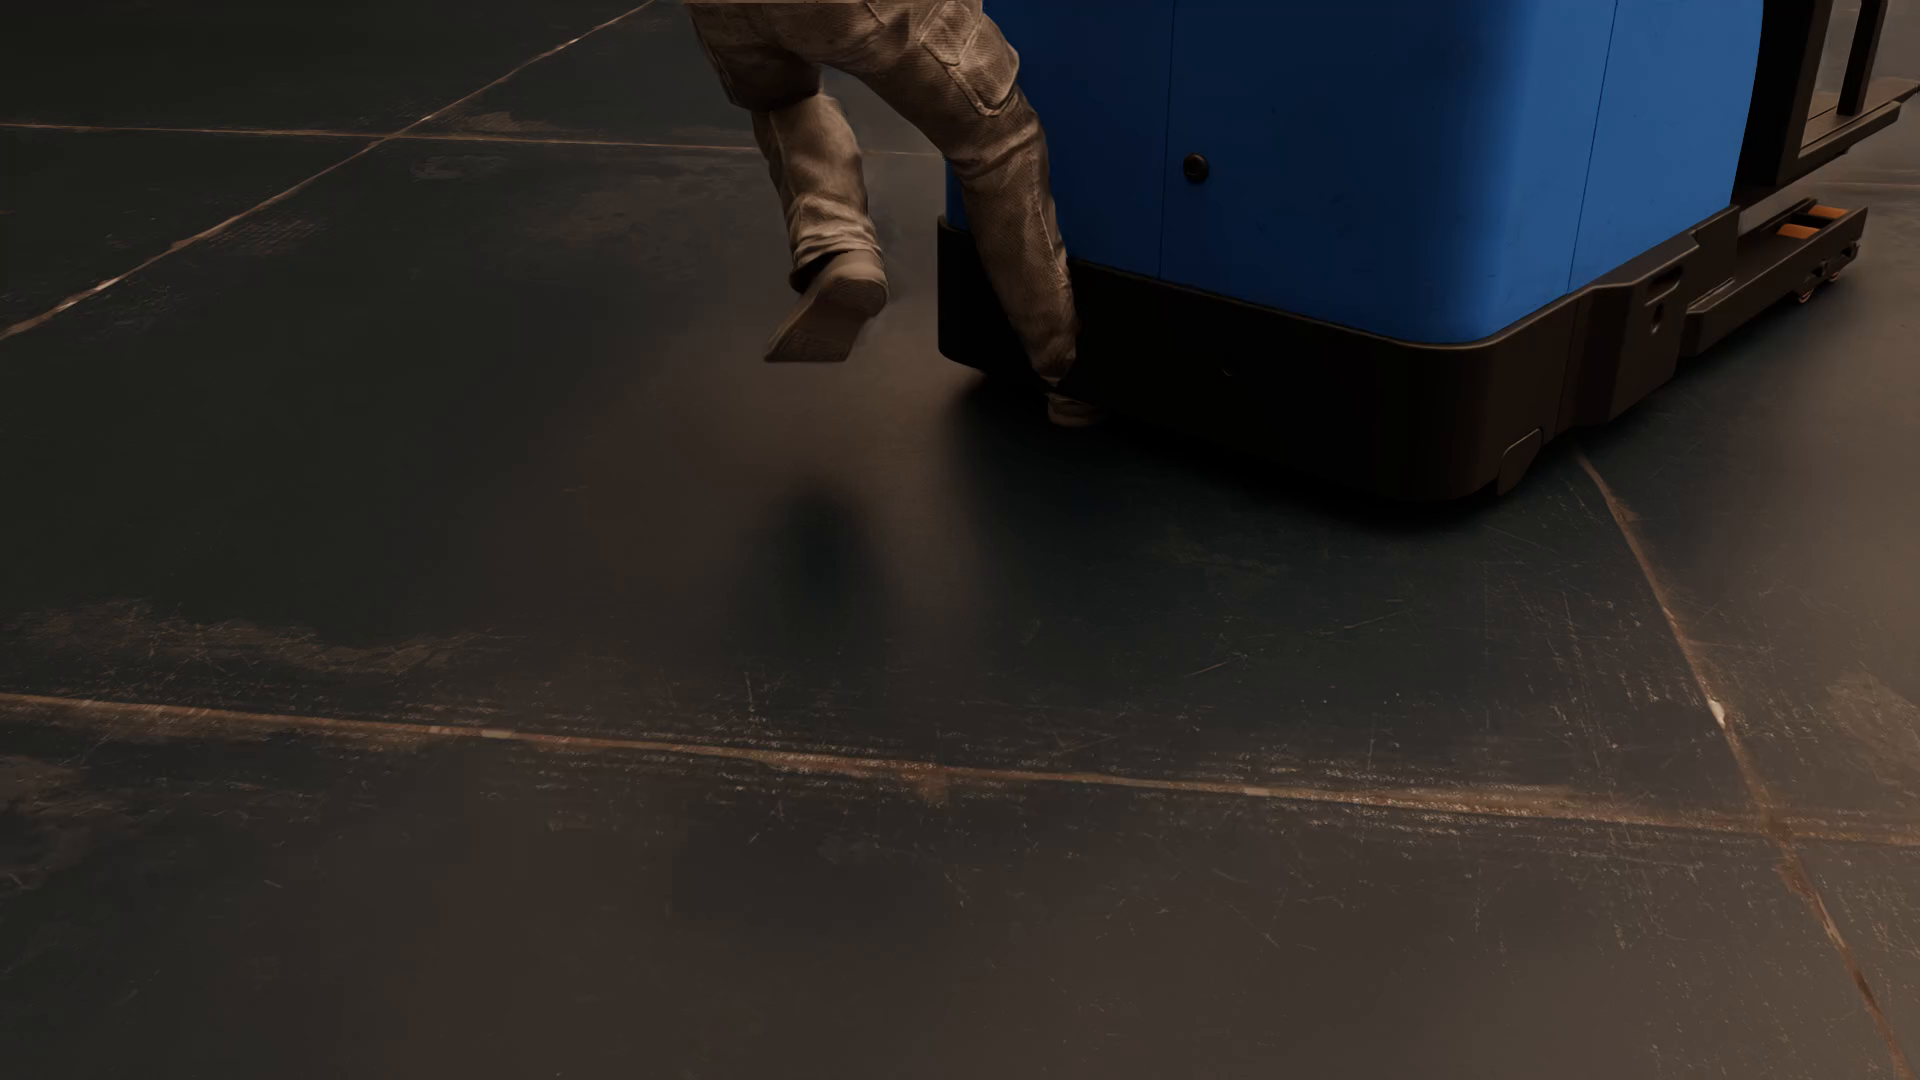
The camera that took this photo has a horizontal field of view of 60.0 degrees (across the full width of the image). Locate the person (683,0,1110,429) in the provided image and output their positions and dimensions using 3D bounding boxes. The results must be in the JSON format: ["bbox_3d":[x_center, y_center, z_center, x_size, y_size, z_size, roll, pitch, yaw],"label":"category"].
[{"bbox_3d":[-0.129,-0.960,2.575,0.786,1.672,0.717,10,28,20],"label":"person"}]

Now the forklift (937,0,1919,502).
[{"bbox_3d":[1.319,-1.942,3.109,1.130,2.935,3.031,22,34,37],"label":"forklift"}]
